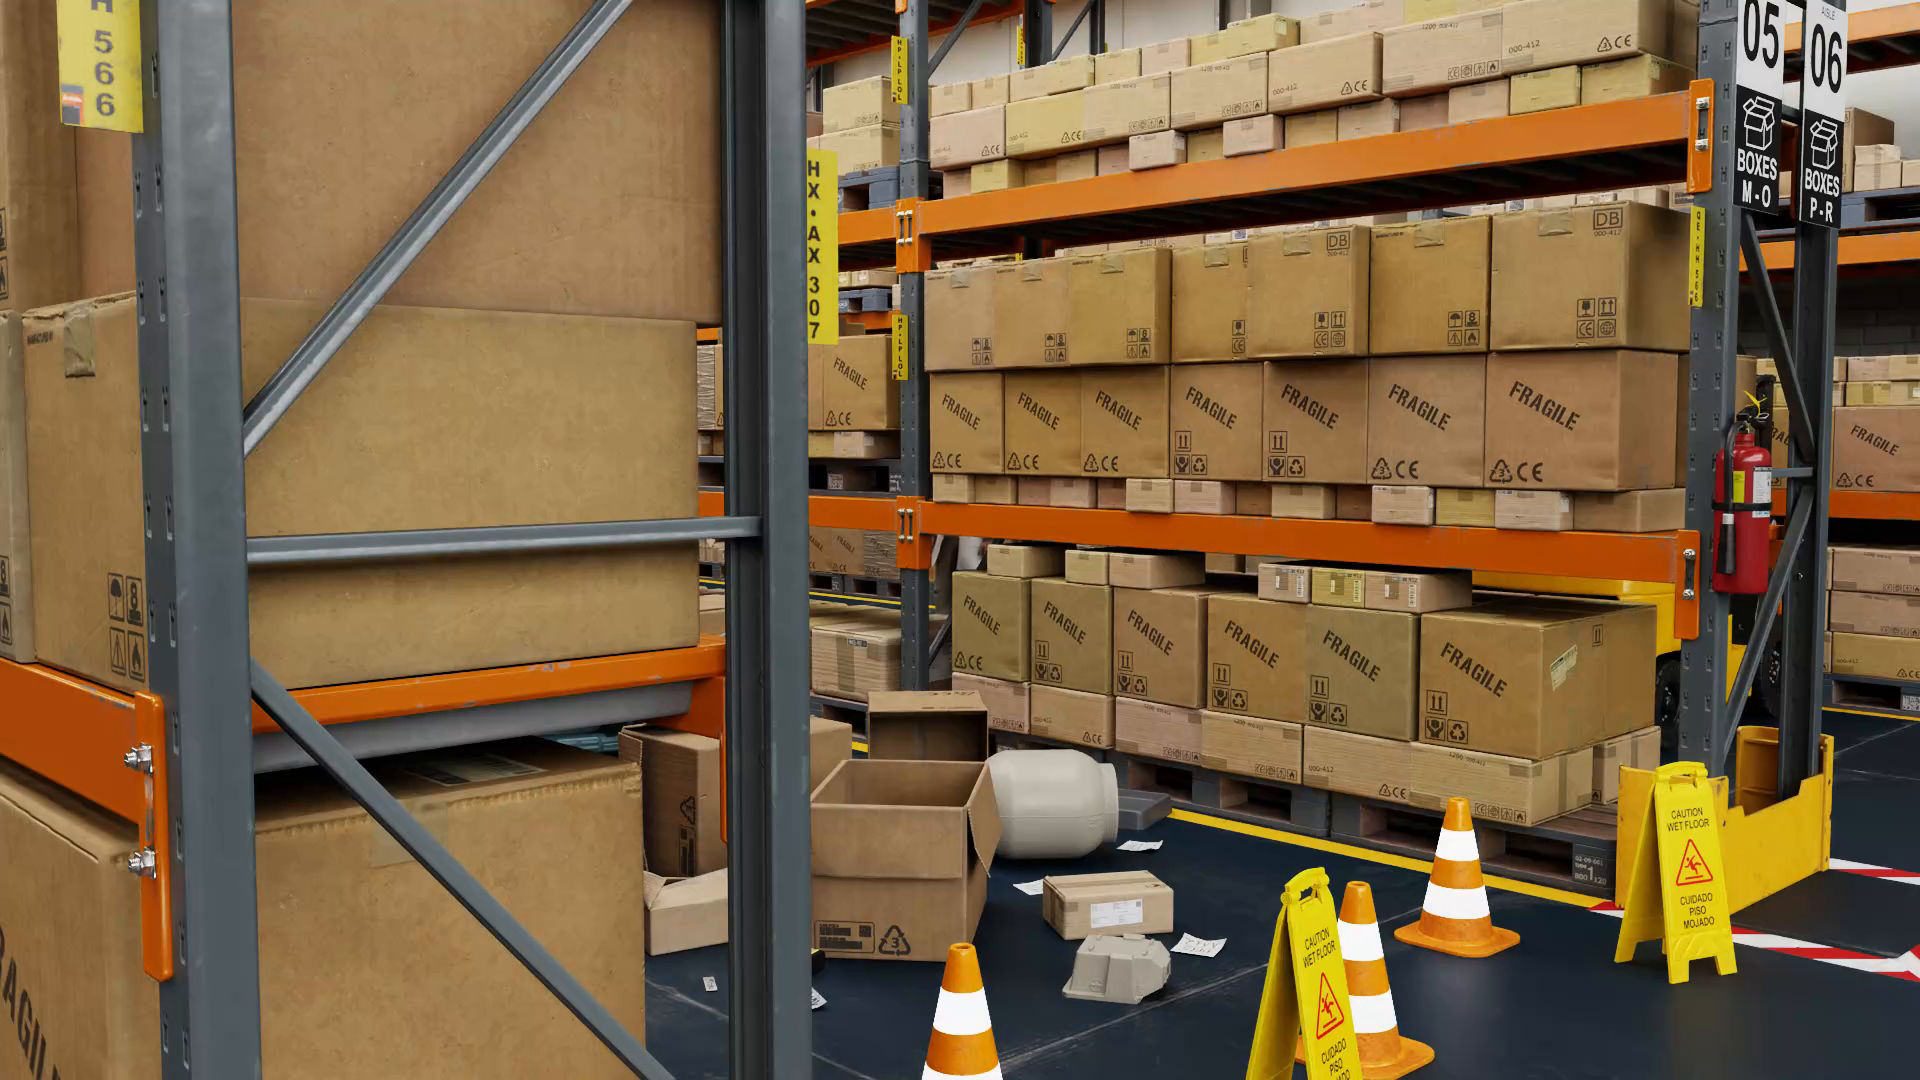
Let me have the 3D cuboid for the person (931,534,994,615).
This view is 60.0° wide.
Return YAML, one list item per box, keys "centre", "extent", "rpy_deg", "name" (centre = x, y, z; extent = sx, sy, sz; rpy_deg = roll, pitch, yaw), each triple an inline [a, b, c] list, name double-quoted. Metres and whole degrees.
- centre: [0.023, -0.006, 11.830]
  extent: [0.648, 1.772, 0.429]
  rpy_deg: [3, 5, 42]
  name: "person"
